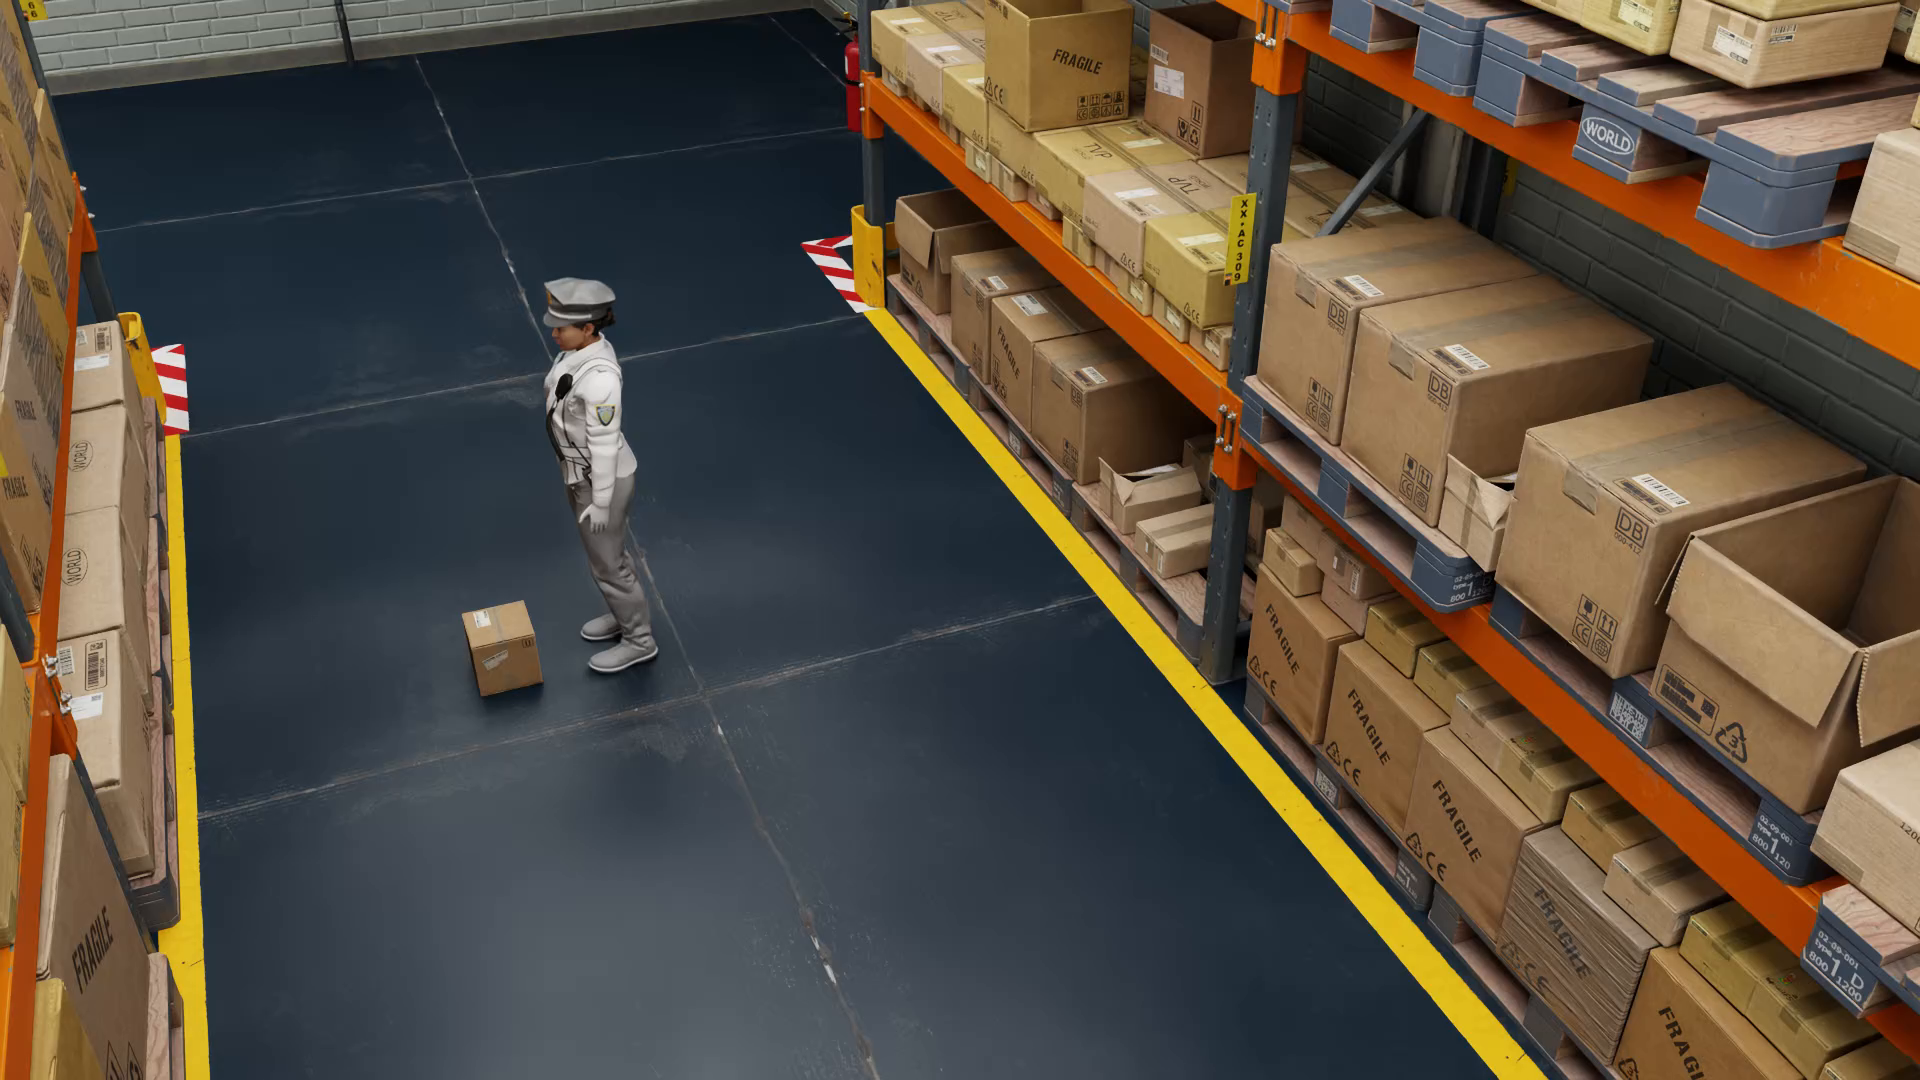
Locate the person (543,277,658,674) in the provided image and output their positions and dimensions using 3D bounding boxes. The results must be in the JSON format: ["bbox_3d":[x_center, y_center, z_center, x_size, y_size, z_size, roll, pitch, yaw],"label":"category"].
[{"bbox_3d":[-1.422,-0.249,6.512,0.306,1.669,0.361,-12,36,-18],"label":"person"}]
